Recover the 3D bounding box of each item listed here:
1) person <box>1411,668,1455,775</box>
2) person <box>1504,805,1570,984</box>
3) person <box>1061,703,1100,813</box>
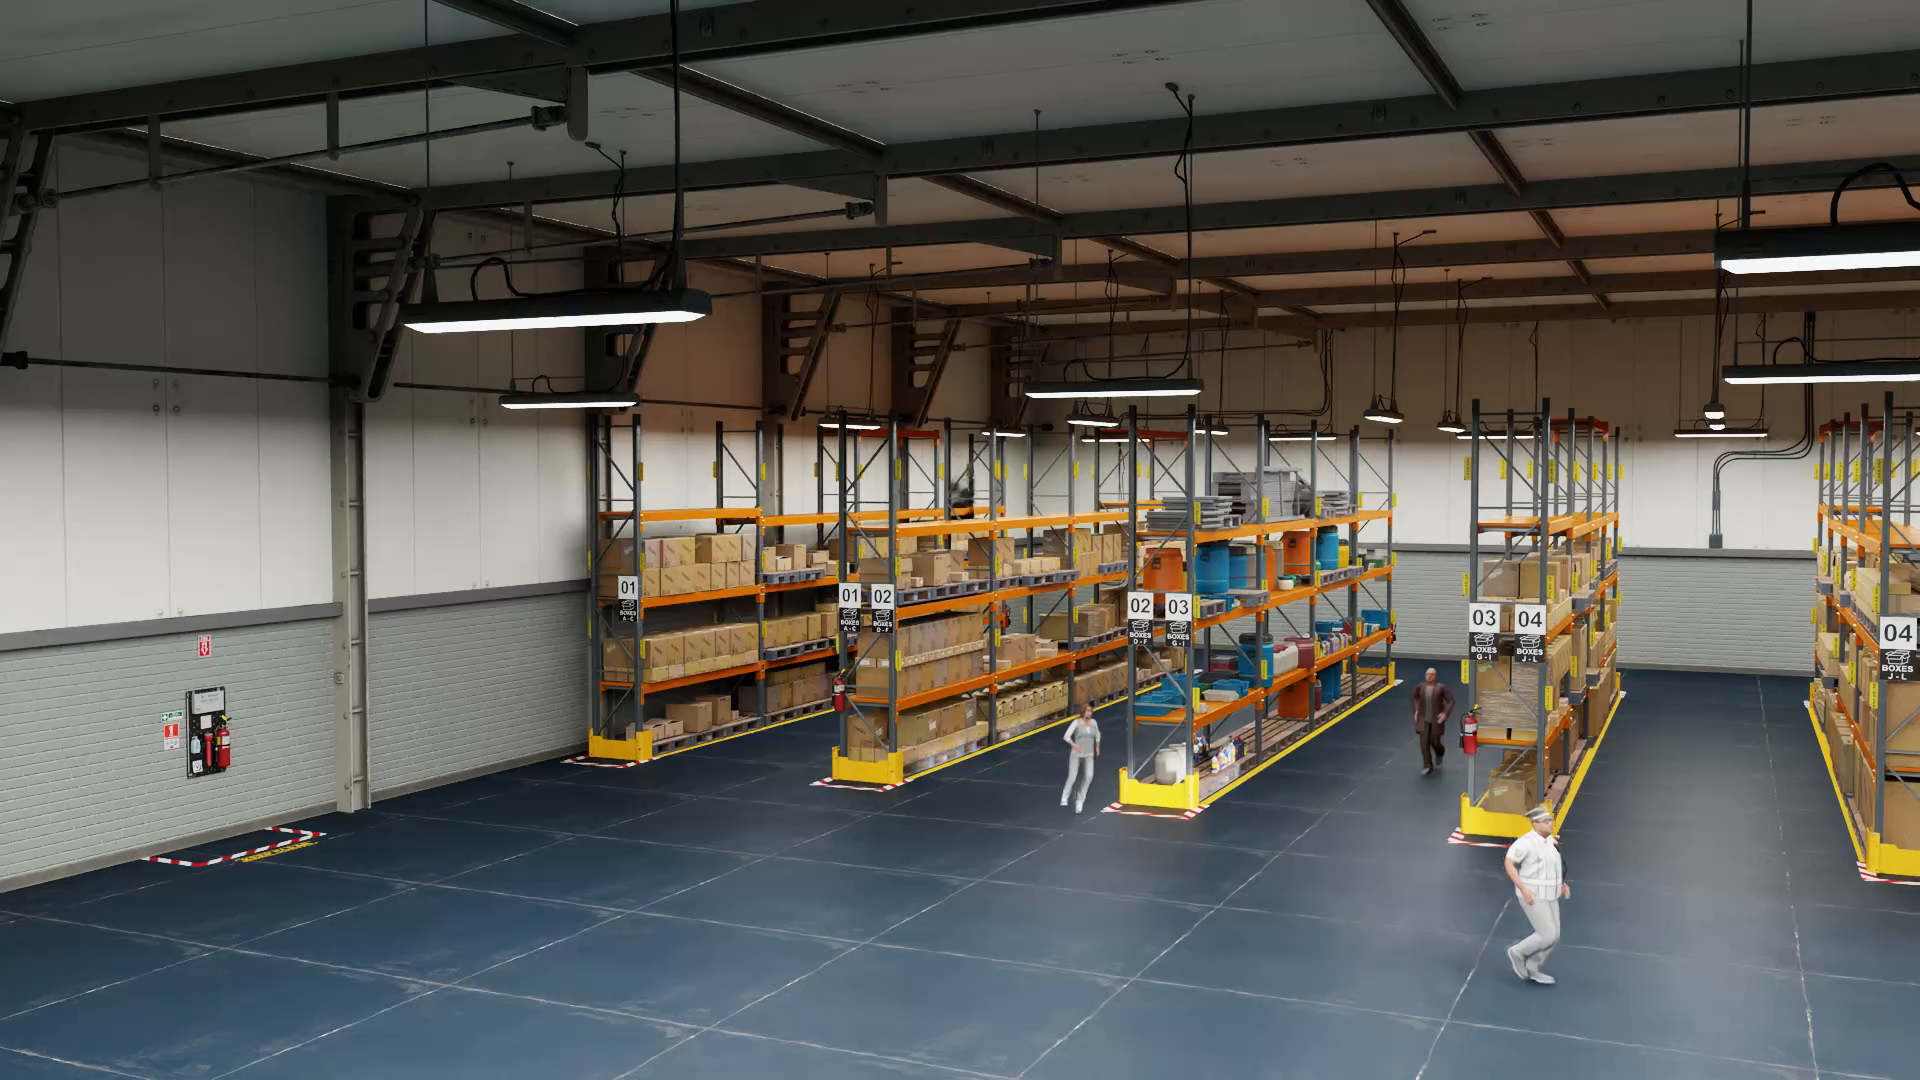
[{"bbox_3d":[7.861,2.999,27.686,0.731,1.755,0.817,1,3,29],"label":"person"},{"bbox_3d":[5.667,3.459,16.250,0.668,1.747,0.500,-2,3,-39],"label":"person"},{"bbox_3d":[1.818,3.209,24.595,0.605,1.594,0.620,0,2,-11],"label":"person"}]
